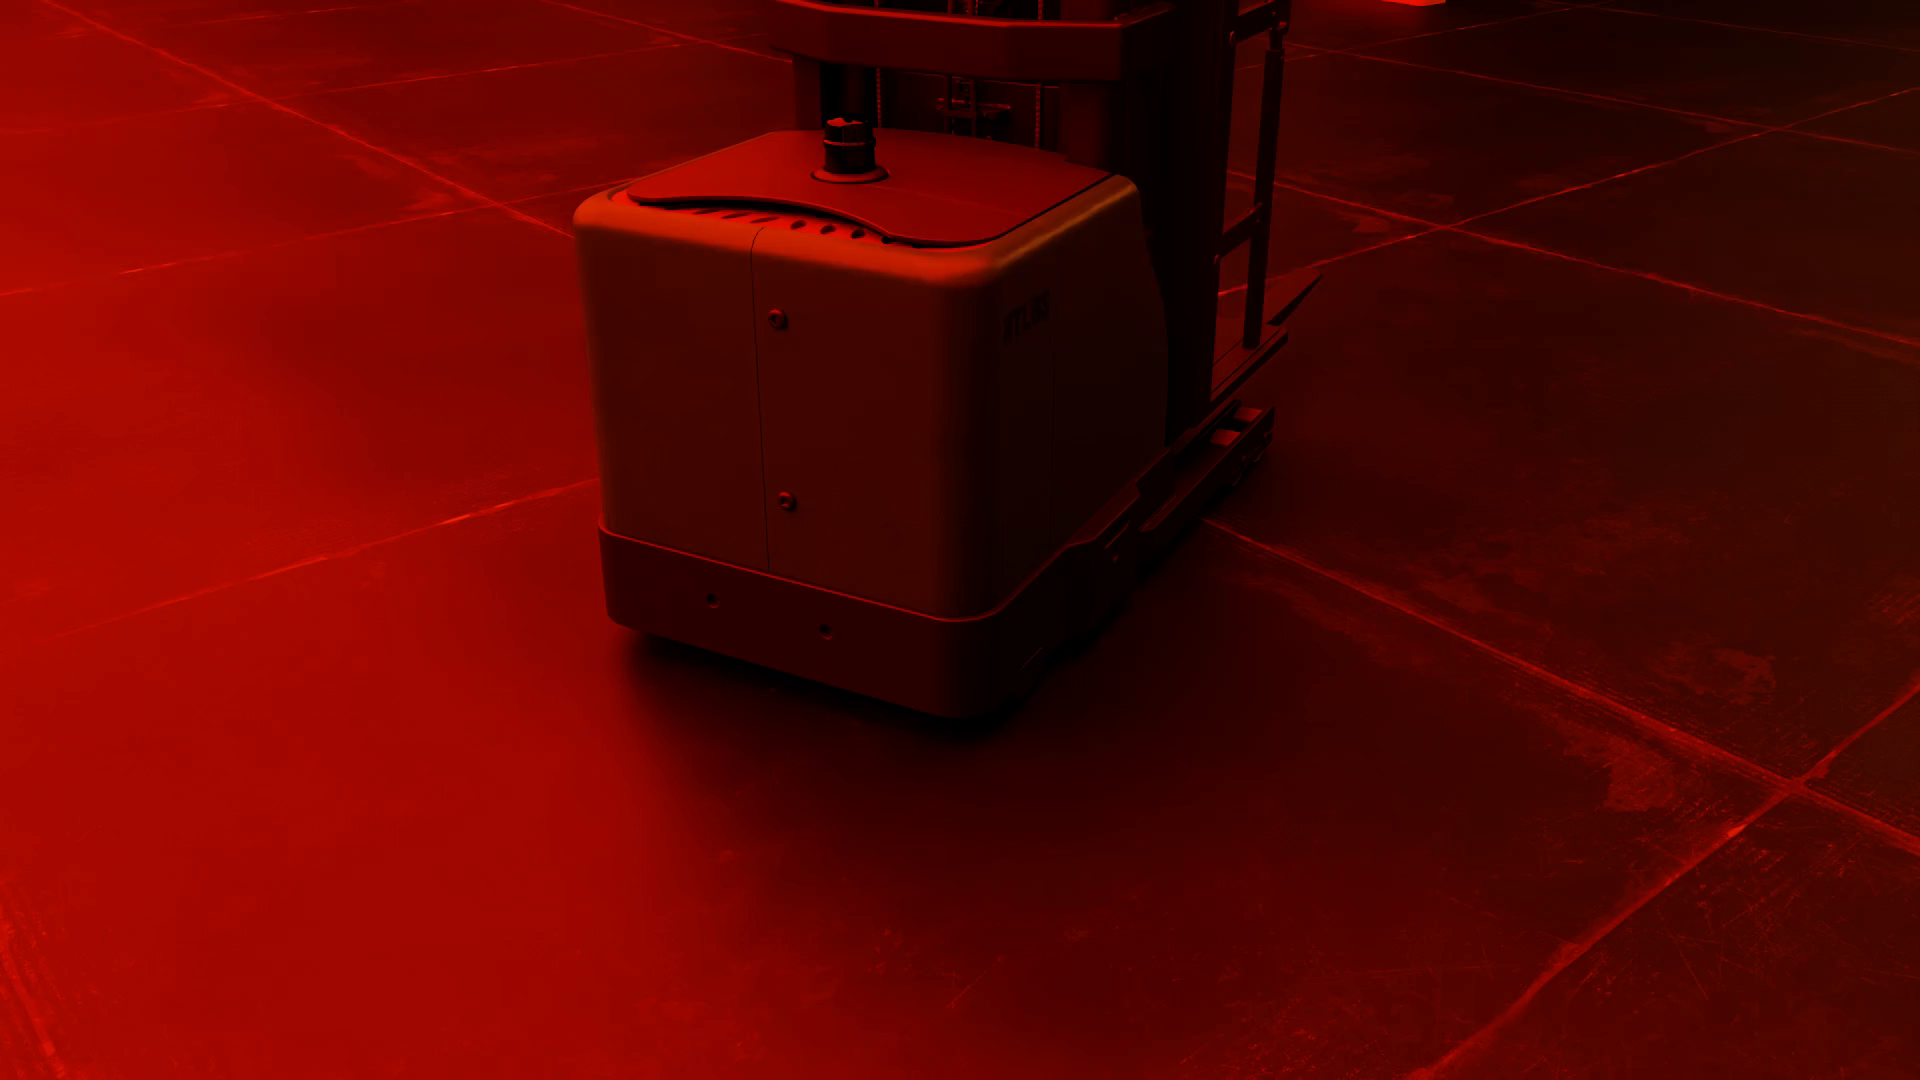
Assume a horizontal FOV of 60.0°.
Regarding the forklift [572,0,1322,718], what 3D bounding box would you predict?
[{"bbox_3d":[0.285,-1.552,4.331,1.130,2.935,3.031,13,29,25],"label":"forklift"}]
